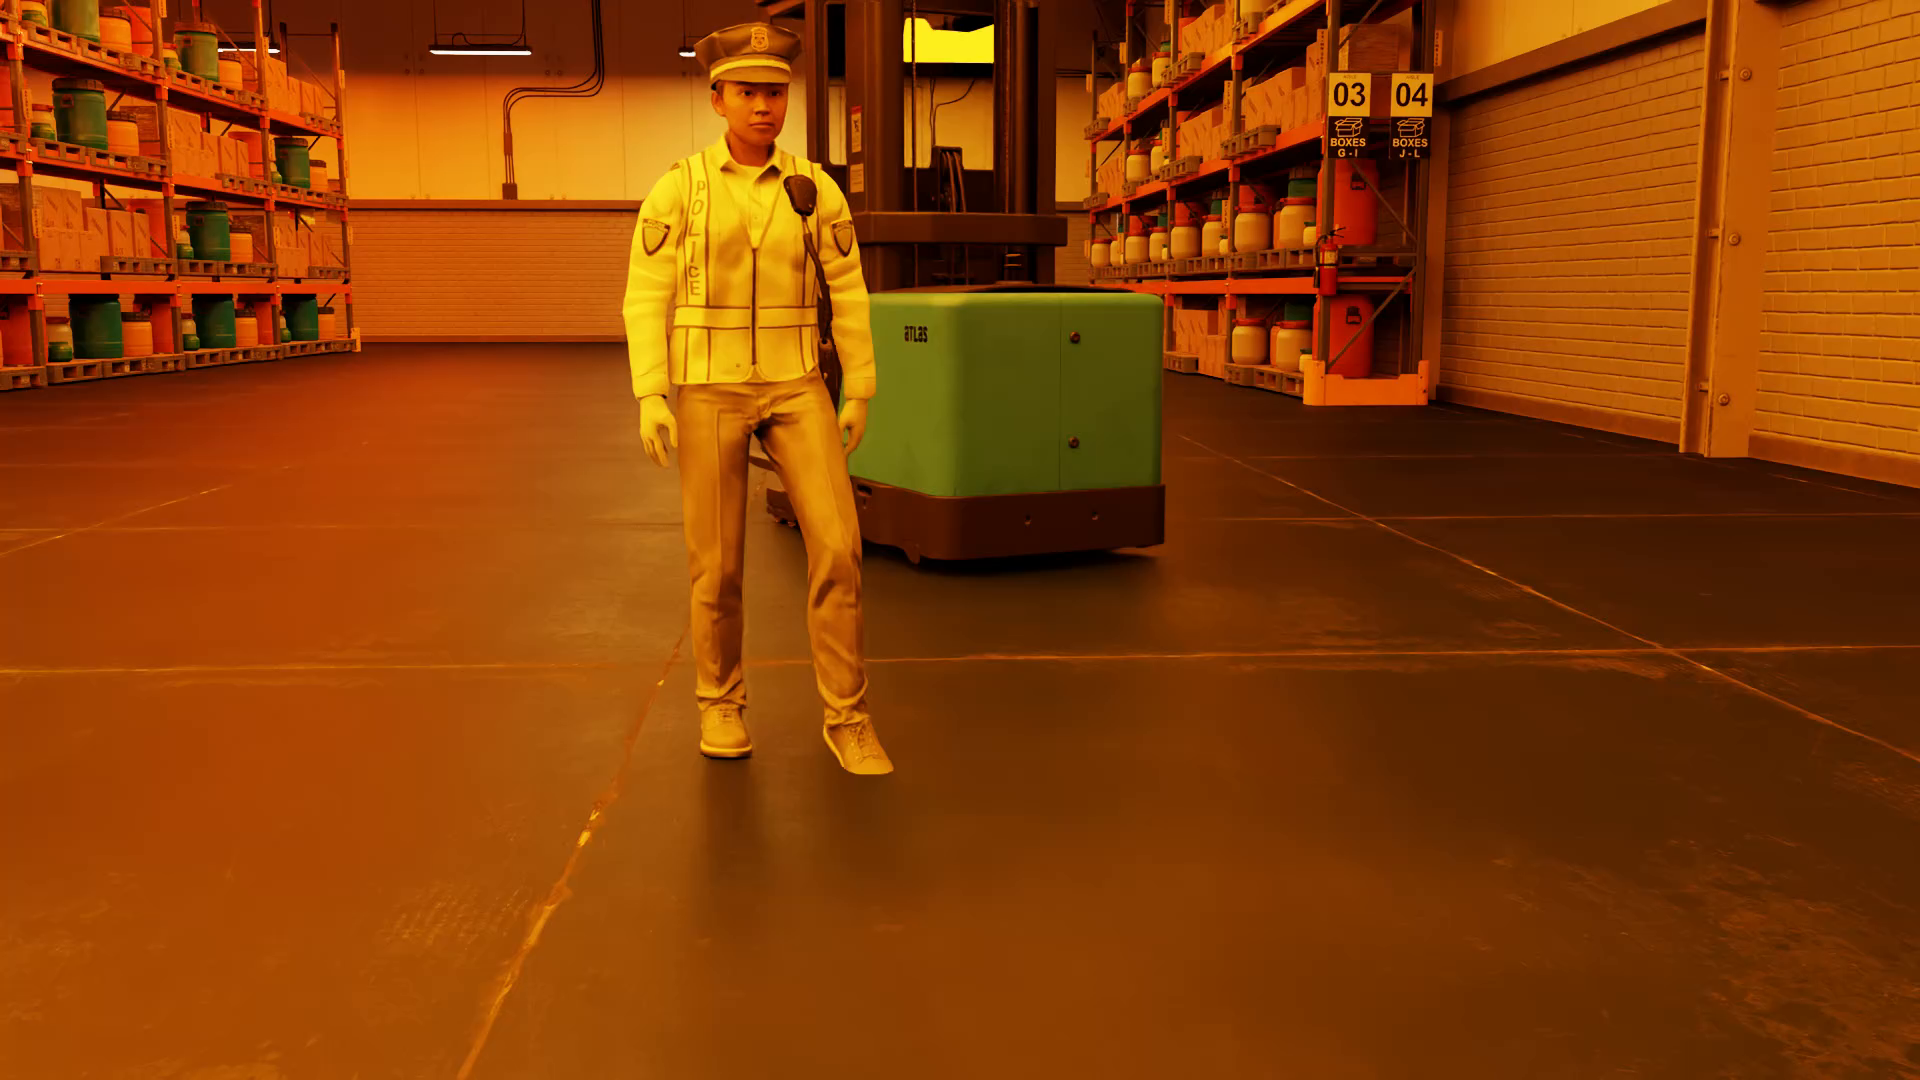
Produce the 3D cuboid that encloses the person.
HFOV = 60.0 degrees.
[{"bbox_3d":[-0.460,-0.281,3.783,0.584,1.720,0.509,-2,9,-13],"label":"person"}]

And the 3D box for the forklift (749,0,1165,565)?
[{"bbox_3d":[-0.264,-1.530,7.637,1.130,2.935,3.031,-4,9,-25],"label":"forklift"}]
